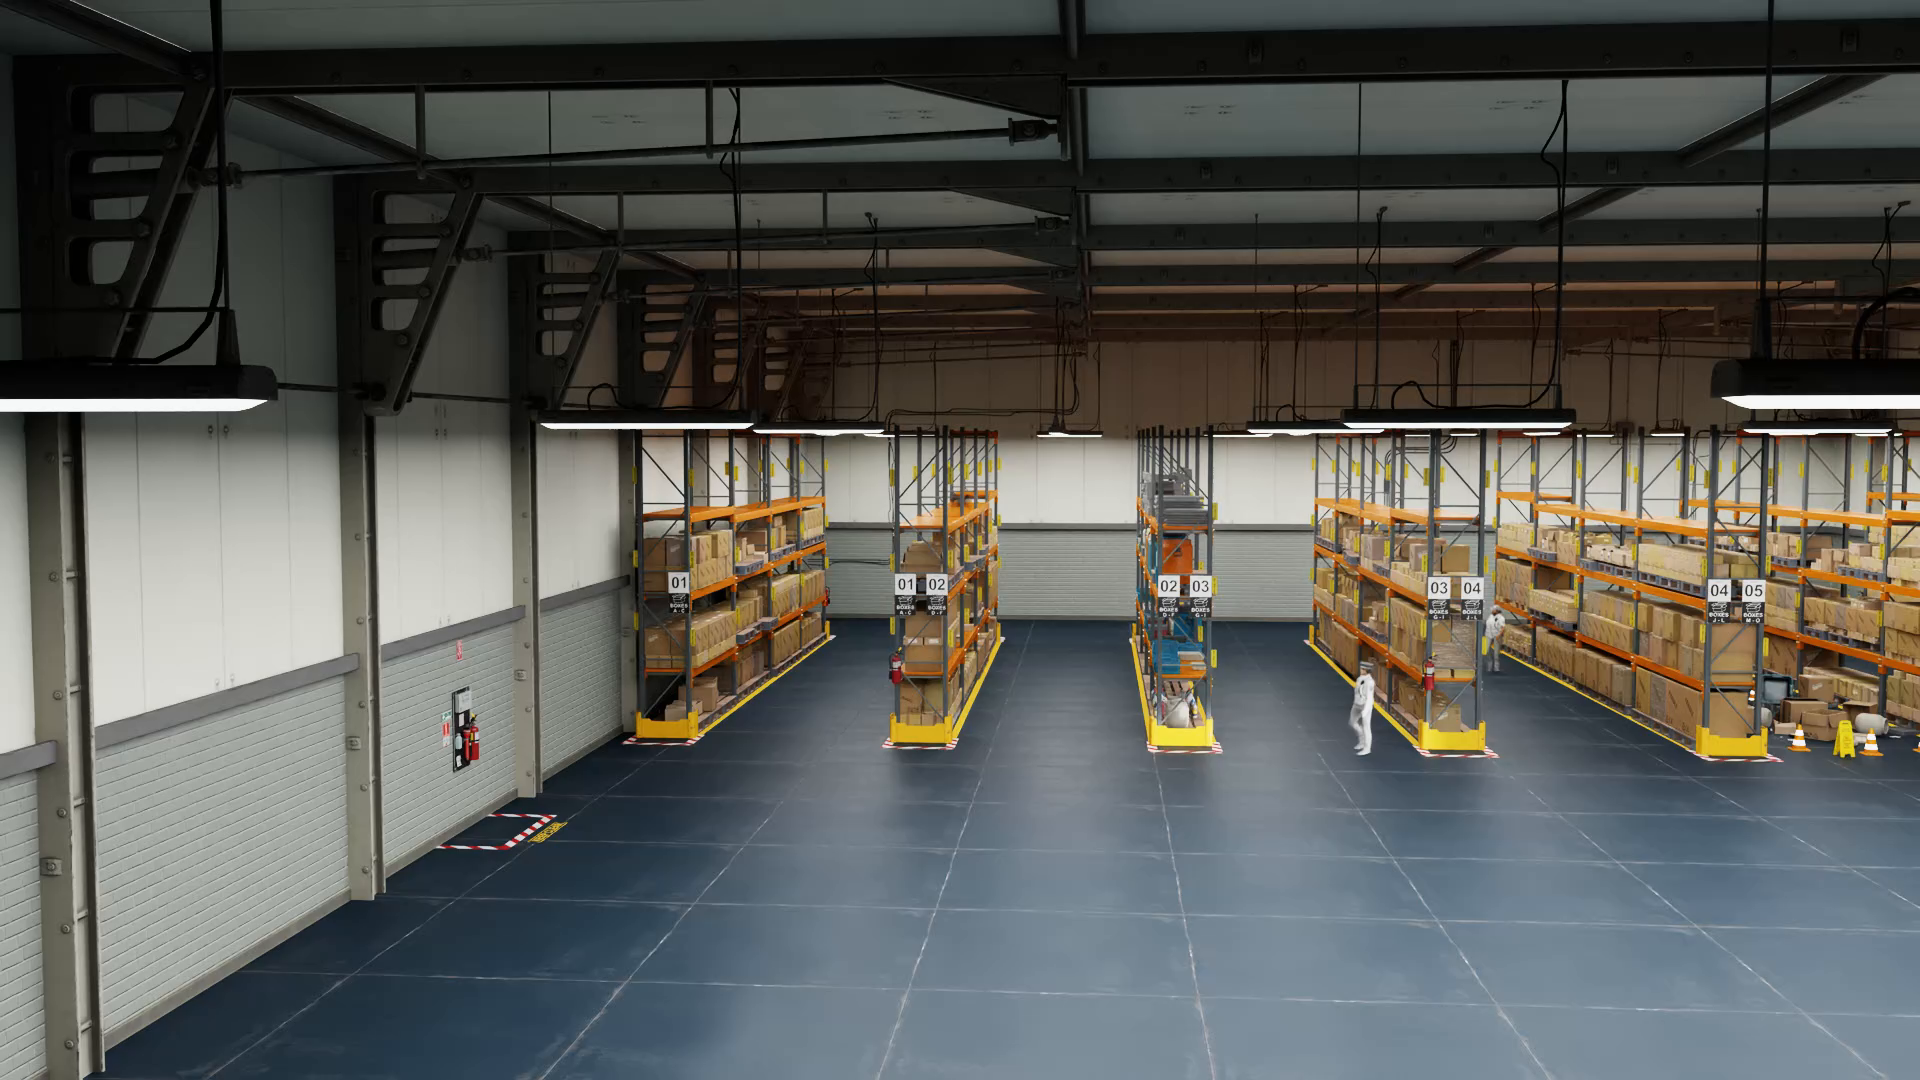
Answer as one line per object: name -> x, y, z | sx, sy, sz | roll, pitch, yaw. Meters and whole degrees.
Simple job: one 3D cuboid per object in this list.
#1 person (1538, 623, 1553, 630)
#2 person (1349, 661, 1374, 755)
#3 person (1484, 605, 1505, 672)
person -> 17.104, 1.969, 48.717 | 0.580, 1.685, 0.396 | 2, 4, 25
person -> 7.356, 3.055, 30.405 | 0.427, 1.687, 0.580 | -1, 4, -23
person -> 13.192, 2.463, 41.052 | 0.512, 1.721, 0.641 | 2, 4, 27
